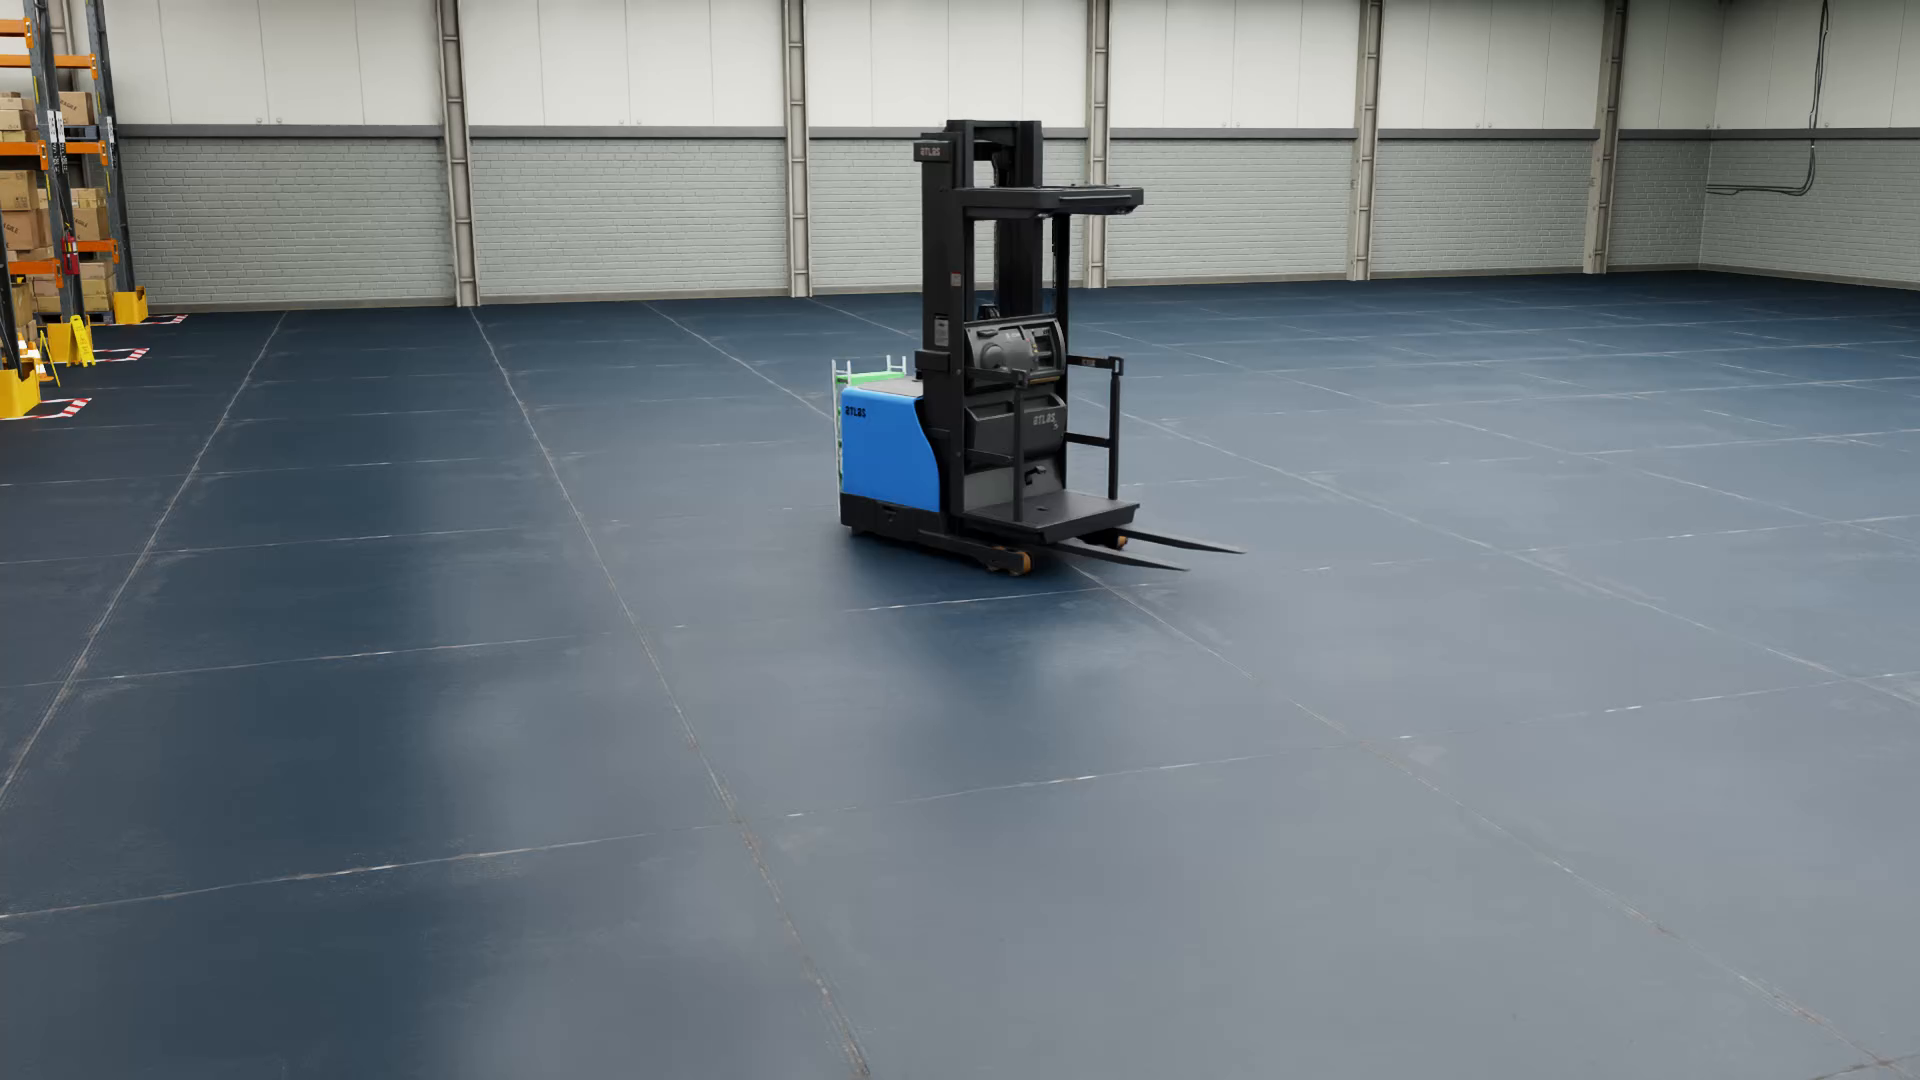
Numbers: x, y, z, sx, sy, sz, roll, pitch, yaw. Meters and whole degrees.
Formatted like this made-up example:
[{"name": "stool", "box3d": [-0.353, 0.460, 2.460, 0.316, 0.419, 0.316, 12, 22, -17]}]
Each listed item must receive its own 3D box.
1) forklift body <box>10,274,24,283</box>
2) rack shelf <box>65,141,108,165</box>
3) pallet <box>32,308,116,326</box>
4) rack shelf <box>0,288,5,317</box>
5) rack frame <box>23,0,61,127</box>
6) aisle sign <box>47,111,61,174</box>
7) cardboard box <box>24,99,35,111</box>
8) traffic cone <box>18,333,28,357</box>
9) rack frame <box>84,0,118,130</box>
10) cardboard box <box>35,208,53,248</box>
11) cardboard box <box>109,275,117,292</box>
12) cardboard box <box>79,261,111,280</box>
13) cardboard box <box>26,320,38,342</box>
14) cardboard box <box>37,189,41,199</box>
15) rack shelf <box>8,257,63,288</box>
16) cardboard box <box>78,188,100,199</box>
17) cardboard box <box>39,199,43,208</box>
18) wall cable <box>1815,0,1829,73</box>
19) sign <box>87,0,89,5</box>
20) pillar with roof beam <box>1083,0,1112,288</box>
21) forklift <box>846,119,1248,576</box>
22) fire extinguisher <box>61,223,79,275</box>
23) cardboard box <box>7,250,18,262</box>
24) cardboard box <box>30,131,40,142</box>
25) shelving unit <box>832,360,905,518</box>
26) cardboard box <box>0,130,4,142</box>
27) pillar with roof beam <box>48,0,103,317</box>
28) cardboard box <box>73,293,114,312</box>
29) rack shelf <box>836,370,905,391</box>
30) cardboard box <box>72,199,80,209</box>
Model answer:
[{"name": "forklift body", "box3d": [-14.648, -4.063, 24.414, 1.214, 2.155, 2.313, -4, 14, -18]}, {"name": "rack shelf", "box3d": [-15.328, -5.978, 25.702, 4.000, 0.370, 1.077, -4, 14, -18]}, {"name": "pallet", "box3d": [-14.144, -3.594, 26.633, 1.213, 0.211, 1.003, -4, 14, -18]}, {"name": "rack shelf", "box3d": [-12.067, -2.352, 16.941, 4.000, 0.370, 1.077, -4, 14, -18]}, {"name": "rack frame", "box3d": [-11.846, -6.846, 21.317, 0.127, 3.000, 1.000, -4, 14, -18]}, {"name": "aisle sign", "box3d": [-11.695, -5.133, 21.462, 0.004, 0.787, 0.394, -4, 14, -18]}, {"name": "cardboard box", "box3d": [-12.248, -5.671, 21.678, 0.250, 0.149, 0.380, -5, 14, -18]}, {"name": "traffic cone", "box3d": [-11.842, -2.379, 20.982, 0.334, 0.463, 0.336, -4, 14, -18]}, {"name": "rack frame", "box3d": [-13.432, -7.935, 25.892, 0.127, 3.000, 1.000, -4, 14, -18]}, {"name": "cardboard box", "box3d": [-12.383, -4.147, 22.074, 0.500, 0.500, 0.500, -5, 14, -19]}, {"name": "cardboard box", "box3d": [-13.944, -4.137, 26.844, 0.500, 0.250, 0.500, -4, 14, -17]}, {"name": "cardboard box", "box3d": [-13.769, -4.267, 26.310, 0.500, 0.250, 0.500, -4, 14, -16]}, {"name": "cardboard box", "box3d": [-12.699, -2.795, 22.285, 0.500, 0.250, 0.500, -5, 14, -19]}, {"name": "cardboard box", "box3d": [-14.428, -5.400, 25.940, 0.250, 0.149, 0.380, -4, 14, -18]}, {"name": "rack shelf", "box3d": [-13.741, -3.430, 21.474, 4.000, 0.370, 1.077, -4, 14, -18]}, {"name": "cardboard box", "box3d": [-13.705, -5.452, 26.160, 0.250, 0.149, 0.380, -4, 14, -18]}, {"name": "cardboard box", "box3d": [-14.408, -5.246, 25.937, 0.250, 0.149, 0.380, -5, 14, -18]}, {"name": "wall cable", "box3d": [18.130, -10.575, 32.791, 0.112, 2.526, 3.097, -4, 14, -18]}, {"name": "sign", "box3d": [-13.273, -8.307, 25.270, 0.005, 0.325, 0.100, -4, 14, -18]}, {"name": "pillar with roof beam", "box3d": [4.053, -8.465, 28.123, 0.400, 9.000, 9.100, -4, 14, -18]}, {"name": "forklift", "box3d": [0.531, -1.322, 11.205, 3.031, 2.935, 1.121, 13, 18, 43]}, {"name": "fire extinguisher", "box3d": [-11.590, -3.797, 21.630, 0.183, 0.674, 0.296, -4, 14, -18]}, {"name": "cardboard box", "box3d": [-12.337, -3.688, 21.546, 0.250, 0.149, 0.380, -5, 14, -19]}, {"name": "cardboard box", "box3d": [-12.264, -5.311, 21.889, 0.250, 0.149, 0.380, -4, 14, -18]}, {"name": "shelving unit", "box3d": [-0.671, -0.778, 12.628, 0.492, 1.200, 0.258, -9, 13, -34]}, {"name": "cardboard box", "box3d": [-12.320, -5.151, 21.217, 0.250, 0.149, 0.380, -4, 14, -18]}, {"name": "pillar with roof beam", "box3d": [-17.738, -6.442, 19.617, 11.283, 9.000, 11.773, -4, 14, -18]}, {"name": "cardboard box", "box3d": [-13.777, -3.779, 26.419, 0.500, 0.250, 0.500, -4, 14, -18]}, {"name": "rack shelf", "box3d": [-0.680, -1.187, 12.554, 0.480, 0.148, 0.258, -9, 13, -34]}, {"name": "cardboard box", "box3d": [-13.904, -5.268, 26.027, 0.250, 0.149, 0.380, -4, 14, -17]}]
